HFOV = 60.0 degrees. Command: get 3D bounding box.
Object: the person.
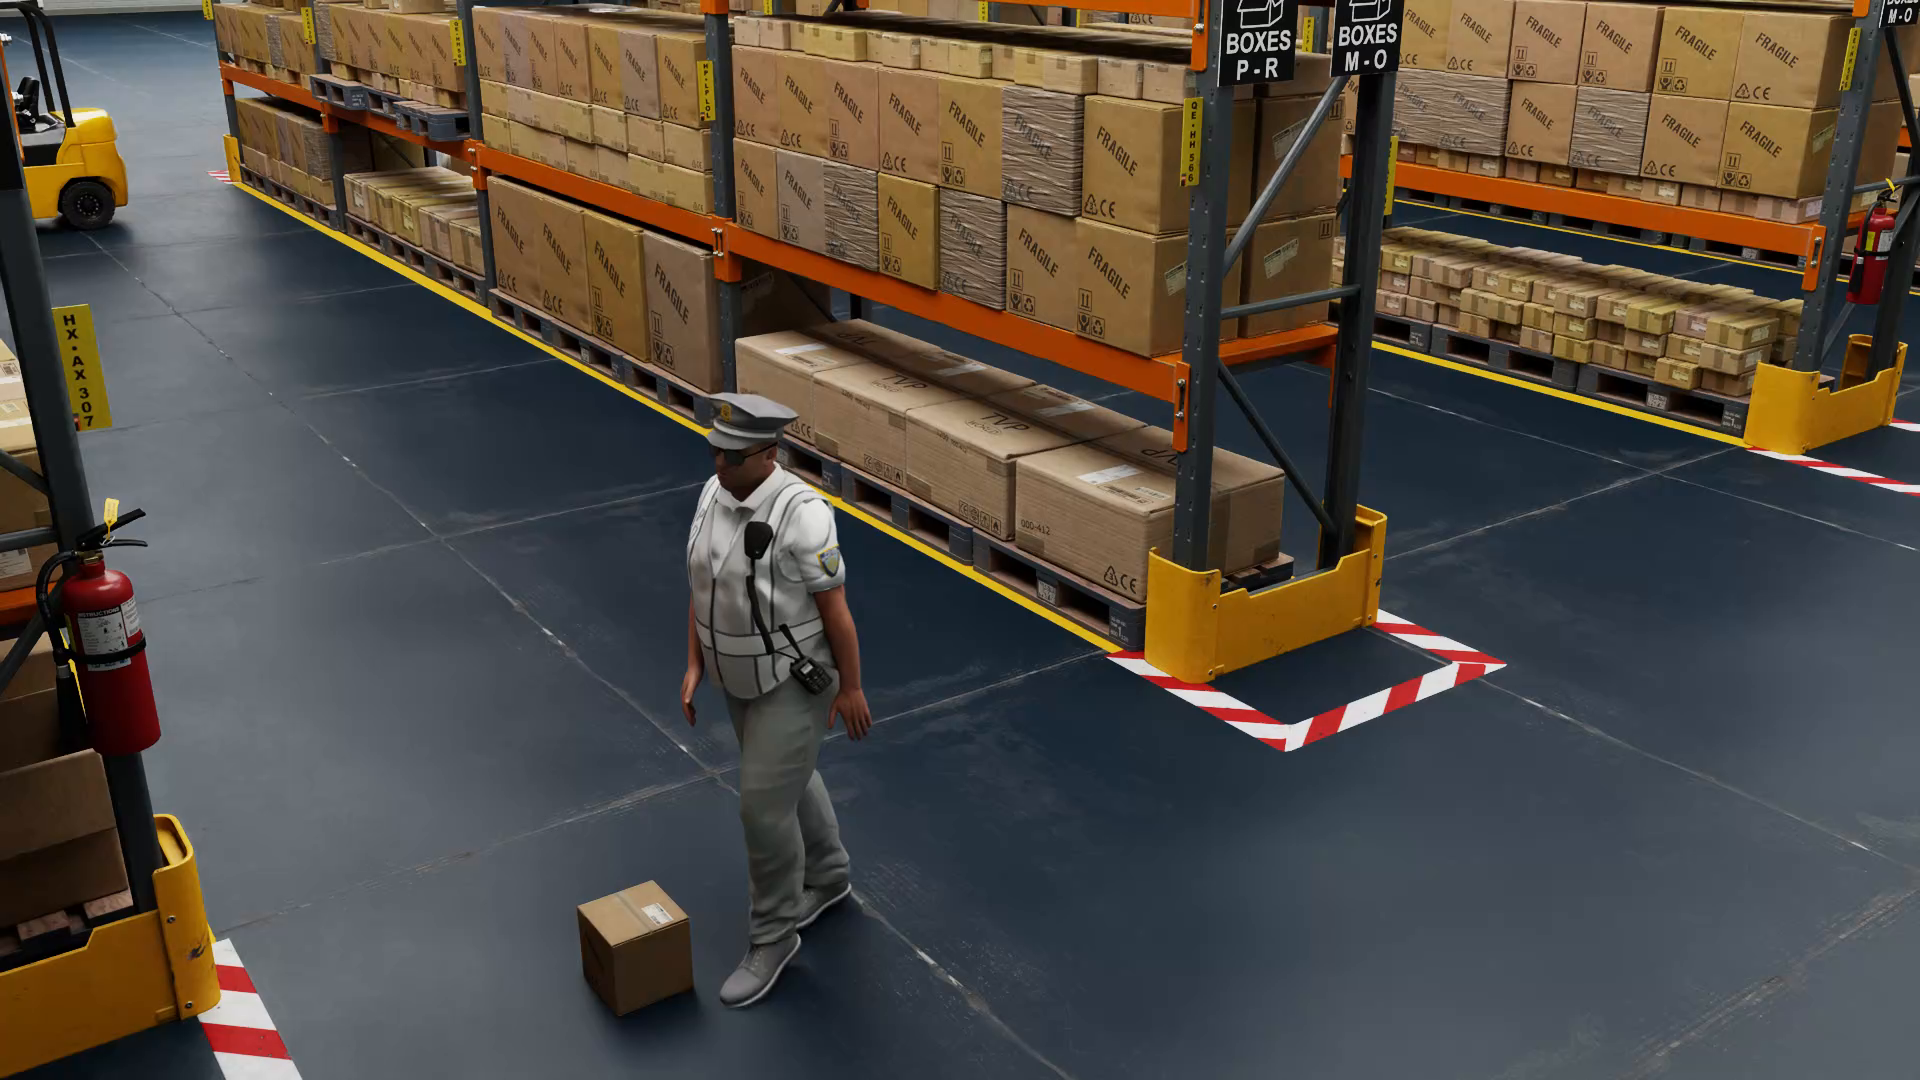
[{"bbox_3d":[-0.613,0.430,4.958,0.639,1.782,0.591,-18,28,-39],"label":"person"}]
